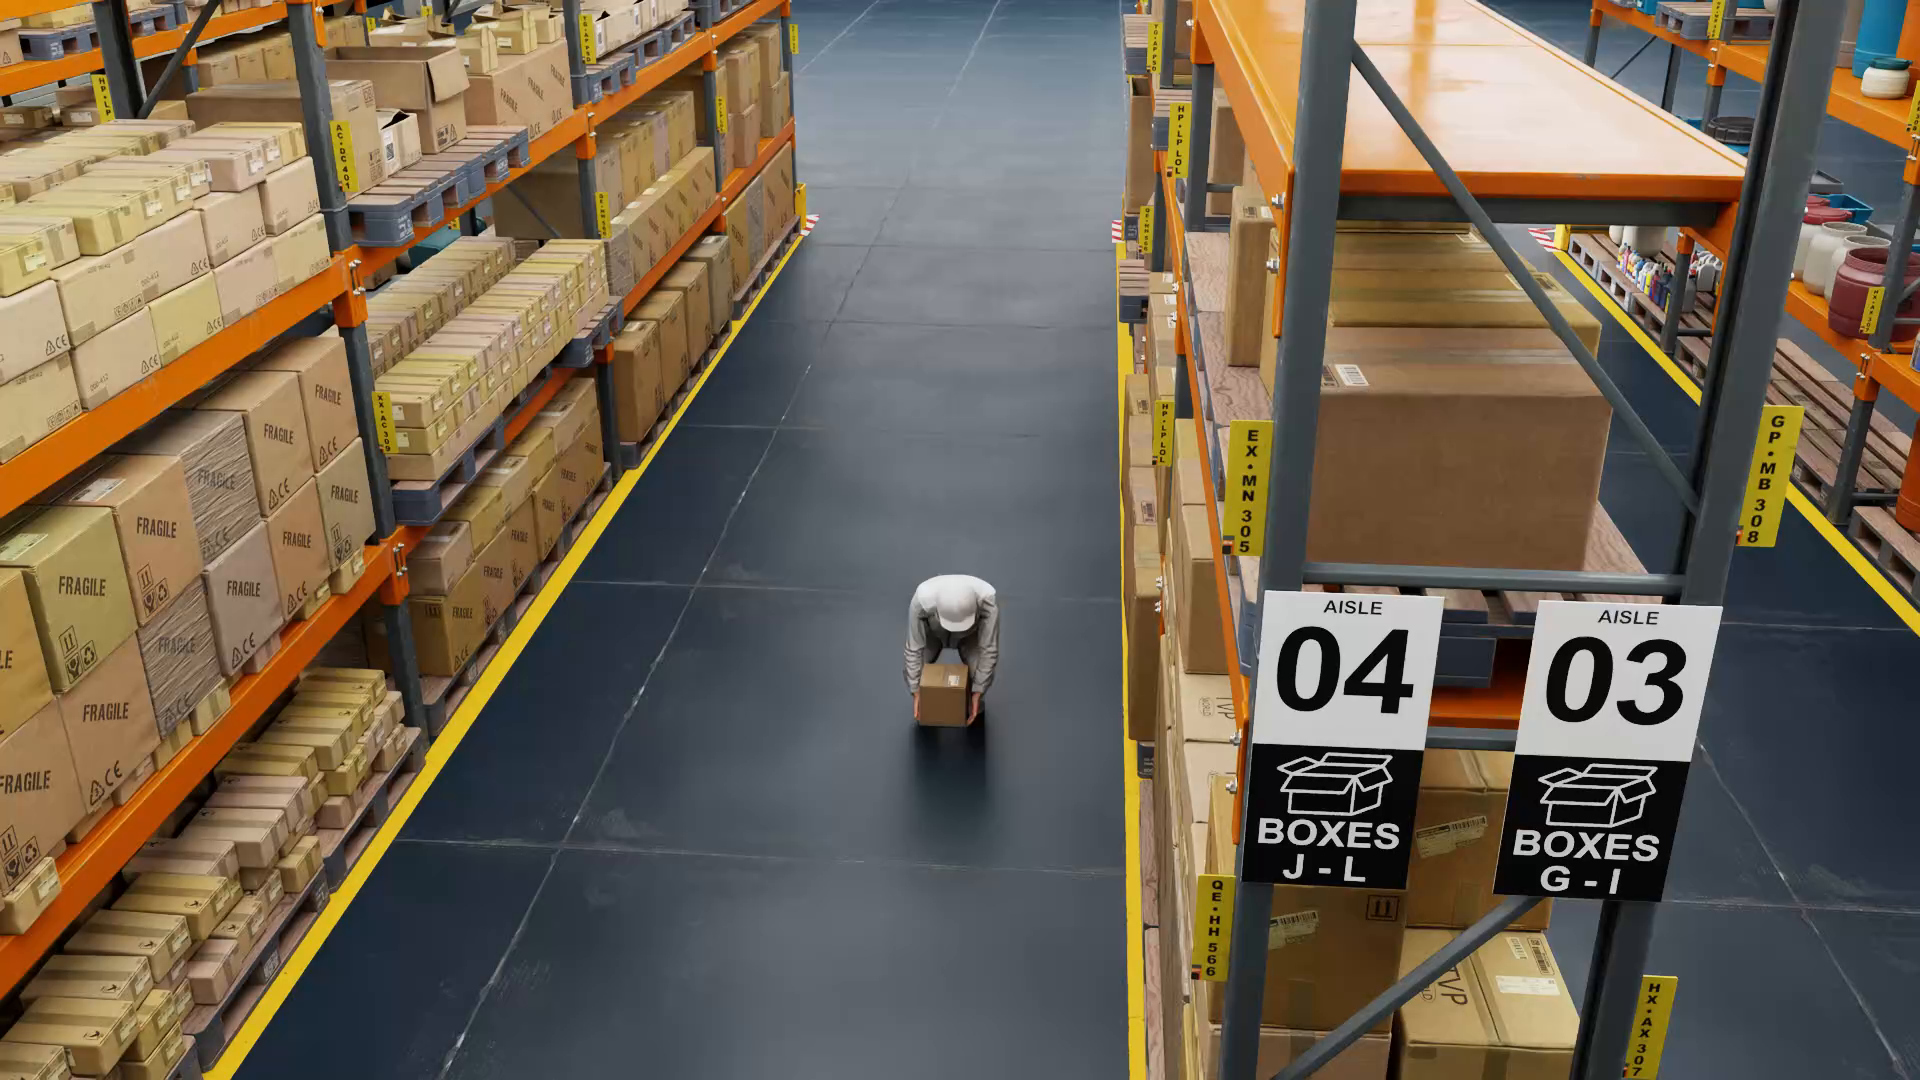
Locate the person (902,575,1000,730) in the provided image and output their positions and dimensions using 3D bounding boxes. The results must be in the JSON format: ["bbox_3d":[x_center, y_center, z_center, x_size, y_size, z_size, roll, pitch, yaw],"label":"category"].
[{"bbox_3d":[-0.046,0.546,9.308,0.542,1.004,0.875,2,24,4],"label":"person"}]
